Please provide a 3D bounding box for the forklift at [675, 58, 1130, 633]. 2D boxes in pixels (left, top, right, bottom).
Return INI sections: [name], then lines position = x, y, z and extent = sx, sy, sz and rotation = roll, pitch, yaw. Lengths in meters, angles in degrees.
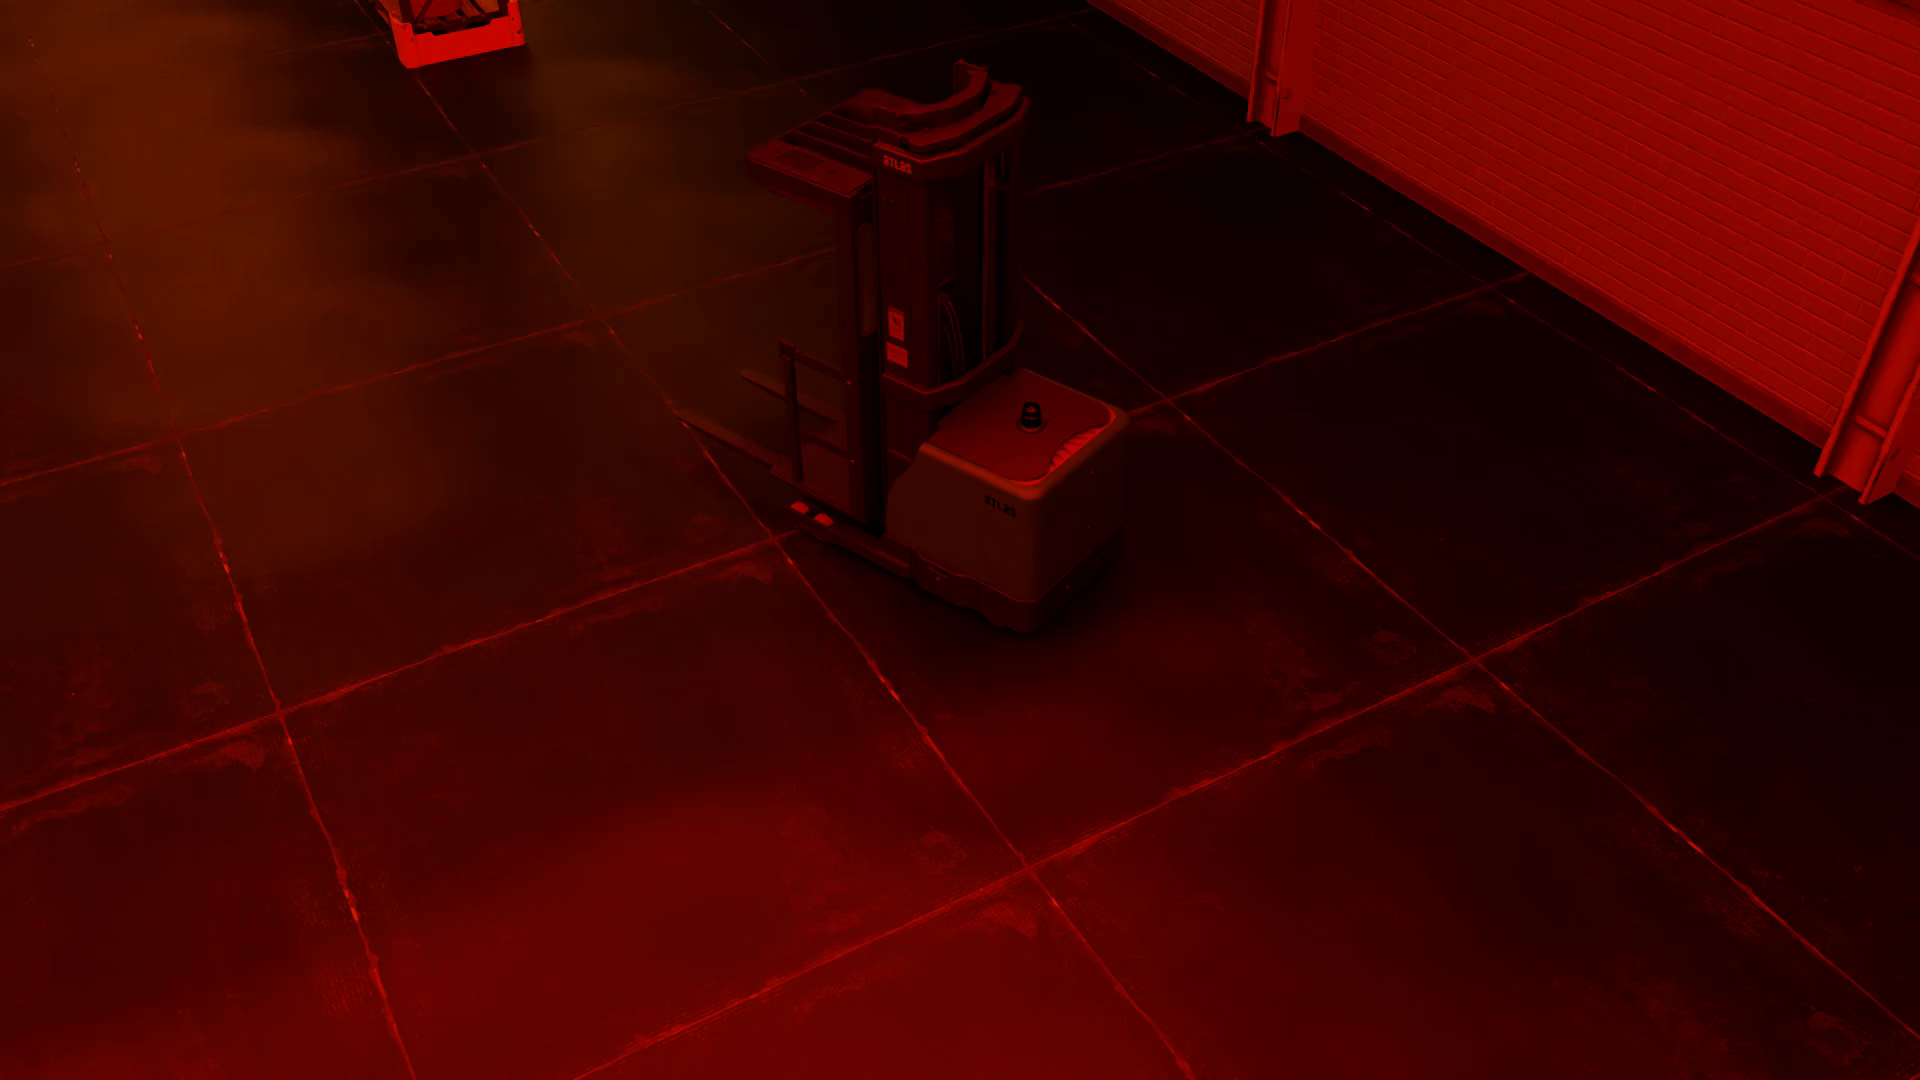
[forklift]
position = -0.481, -1.366, 9.683
extent = 3.031, 2.935, 1.130
rotation = 26, 46, 28
